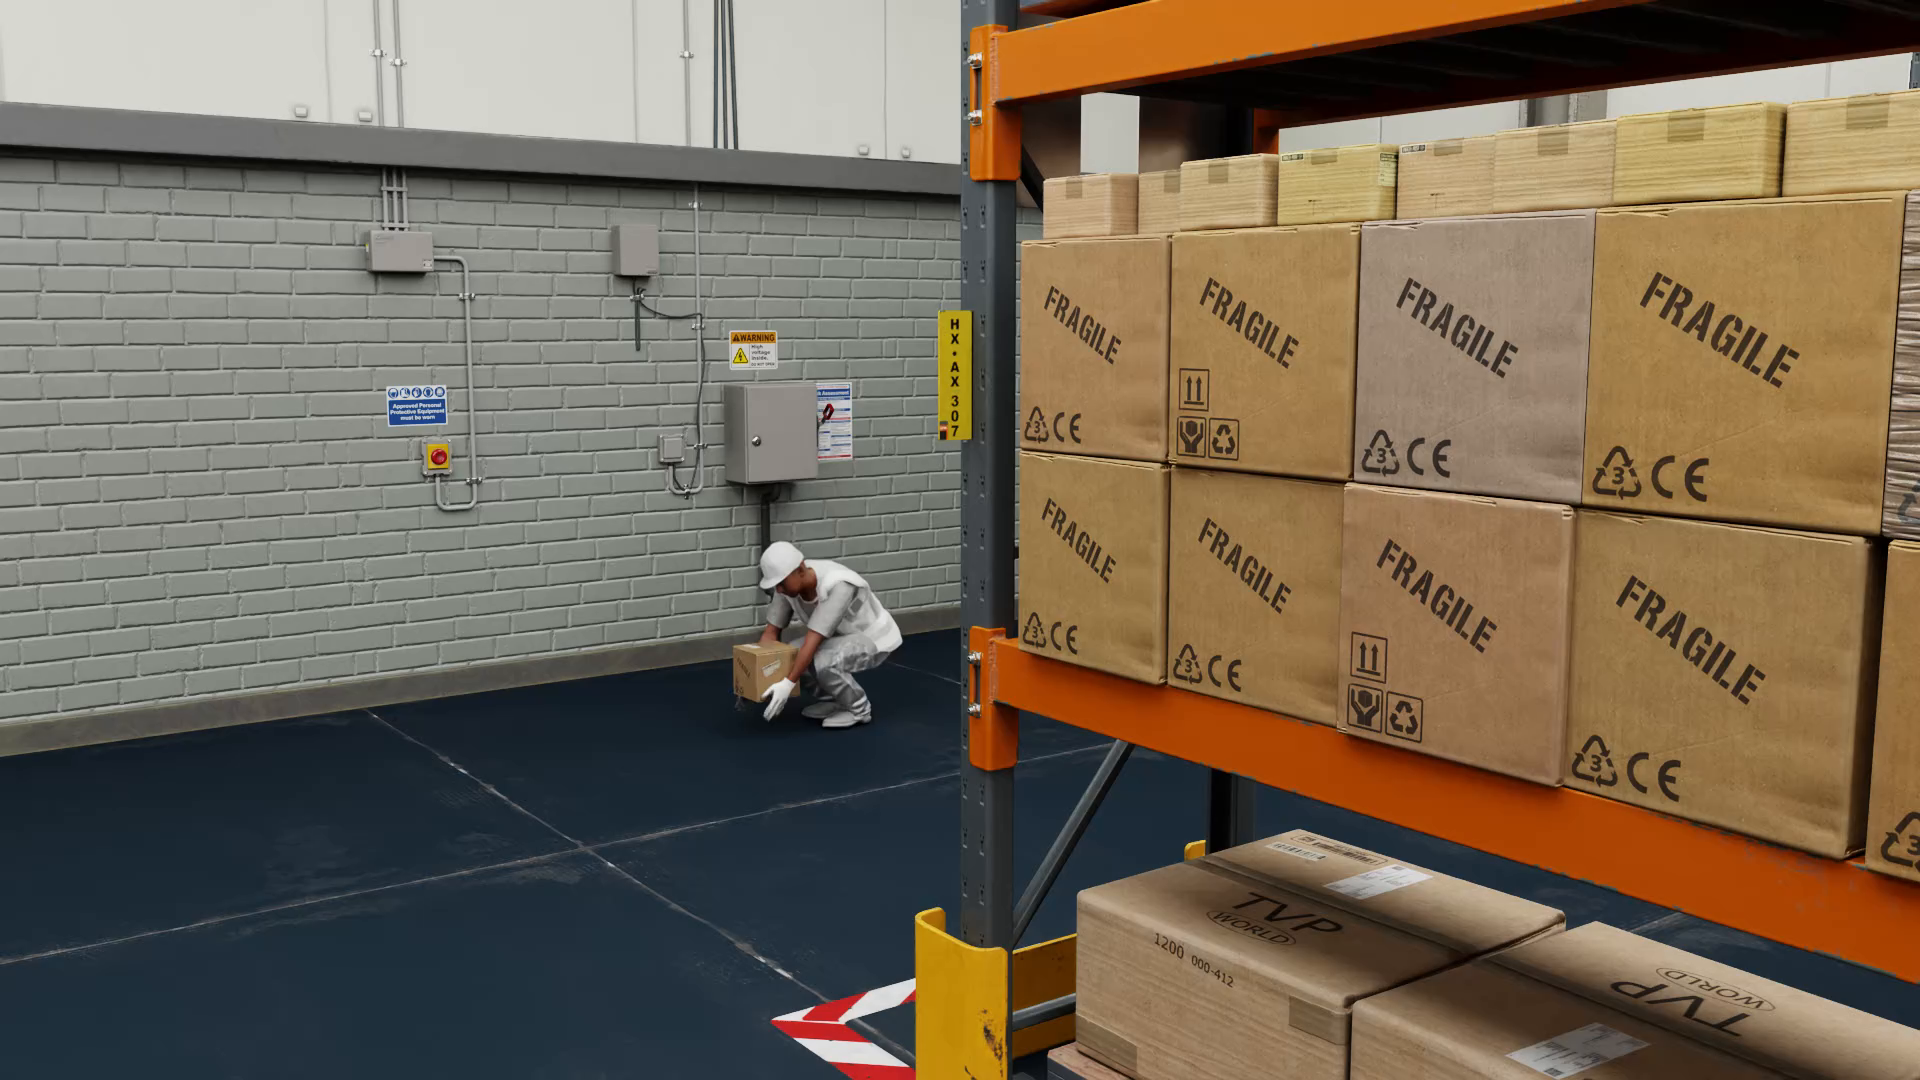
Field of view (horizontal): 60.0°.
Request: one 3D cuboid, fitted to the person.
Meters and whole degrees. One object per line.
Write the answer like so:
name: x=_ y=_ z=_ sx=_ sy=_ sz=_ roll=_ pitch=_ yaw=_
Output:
person: x=-0.716 y=0.478 z=8.651 sx=0.888 sy=0.999 sz=0.564 roll=-6 pitch=10 yaw=-36
